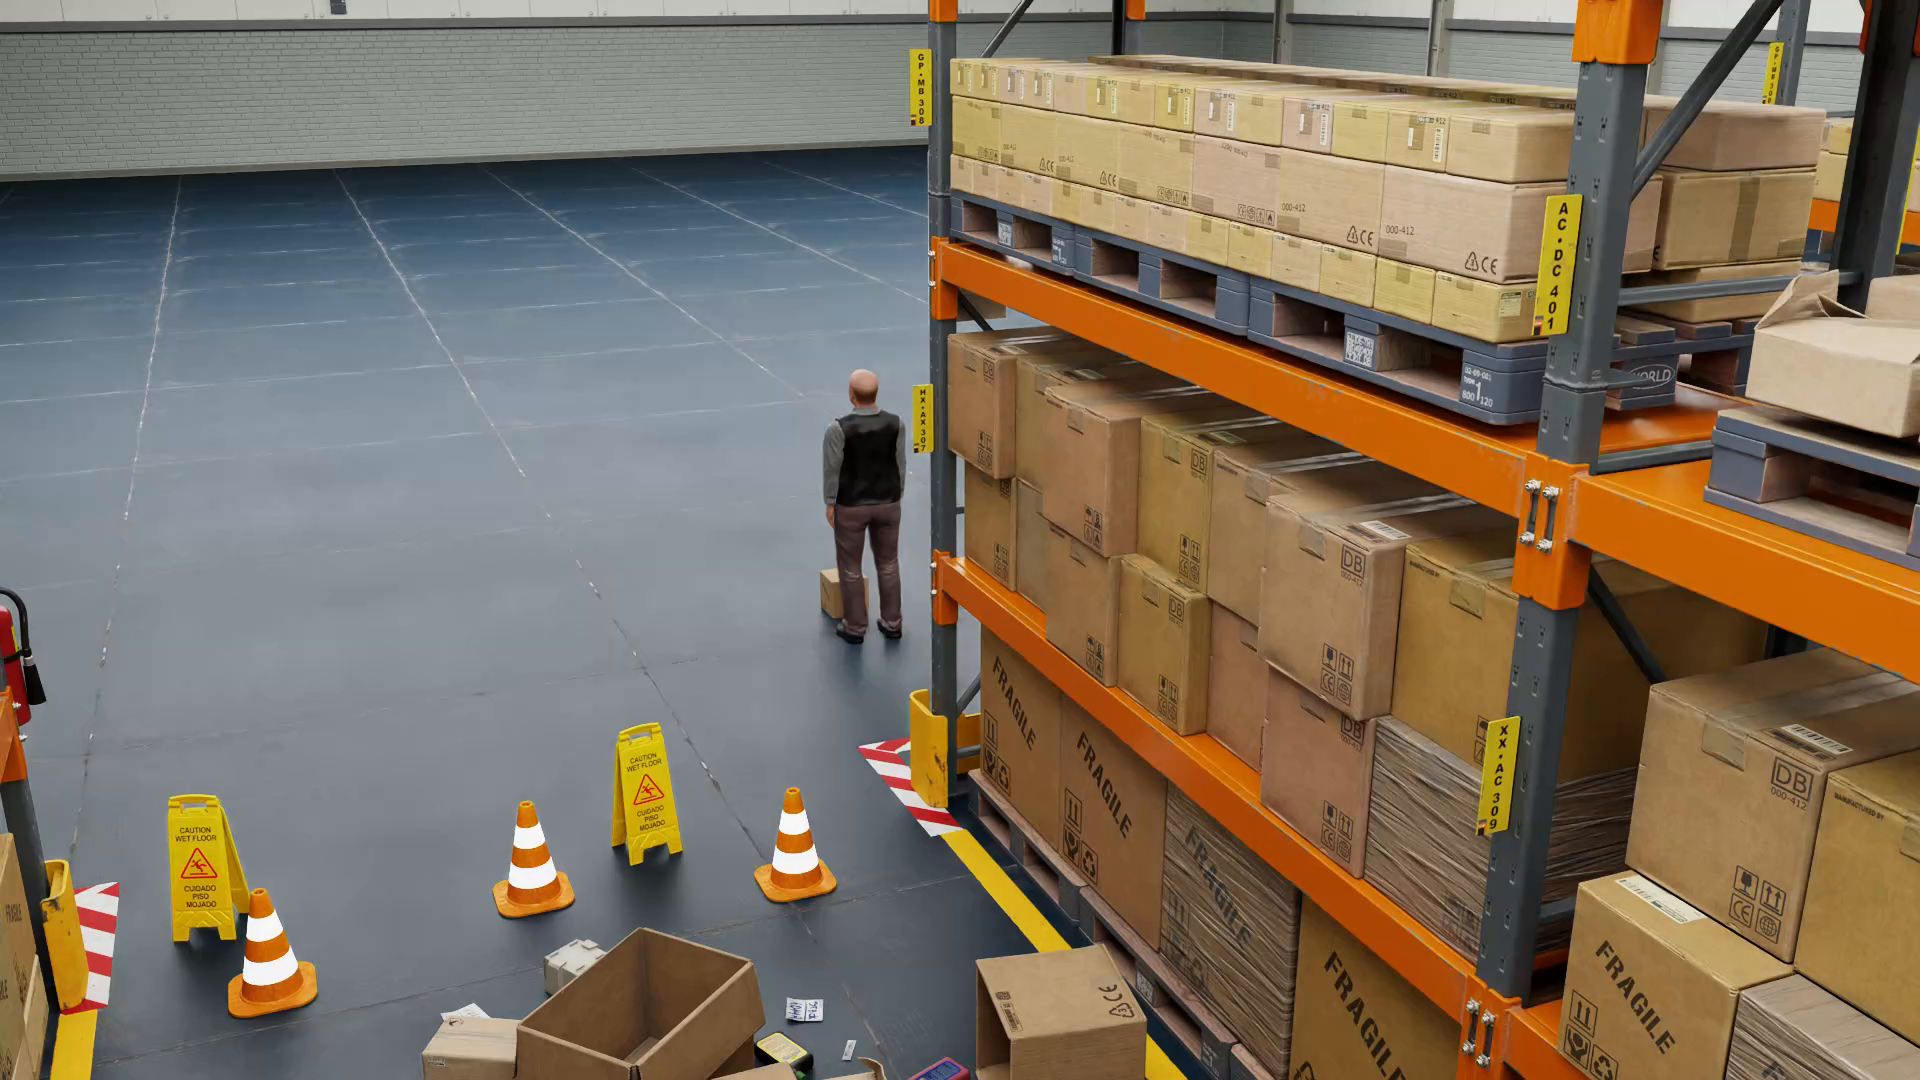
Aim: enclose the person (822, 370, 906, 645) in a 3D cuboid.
[{"bbox_3d":[-0.592,-0.208,10.227,0.532,1.717,0.360,-7,20,-21],"label":"person"}]
